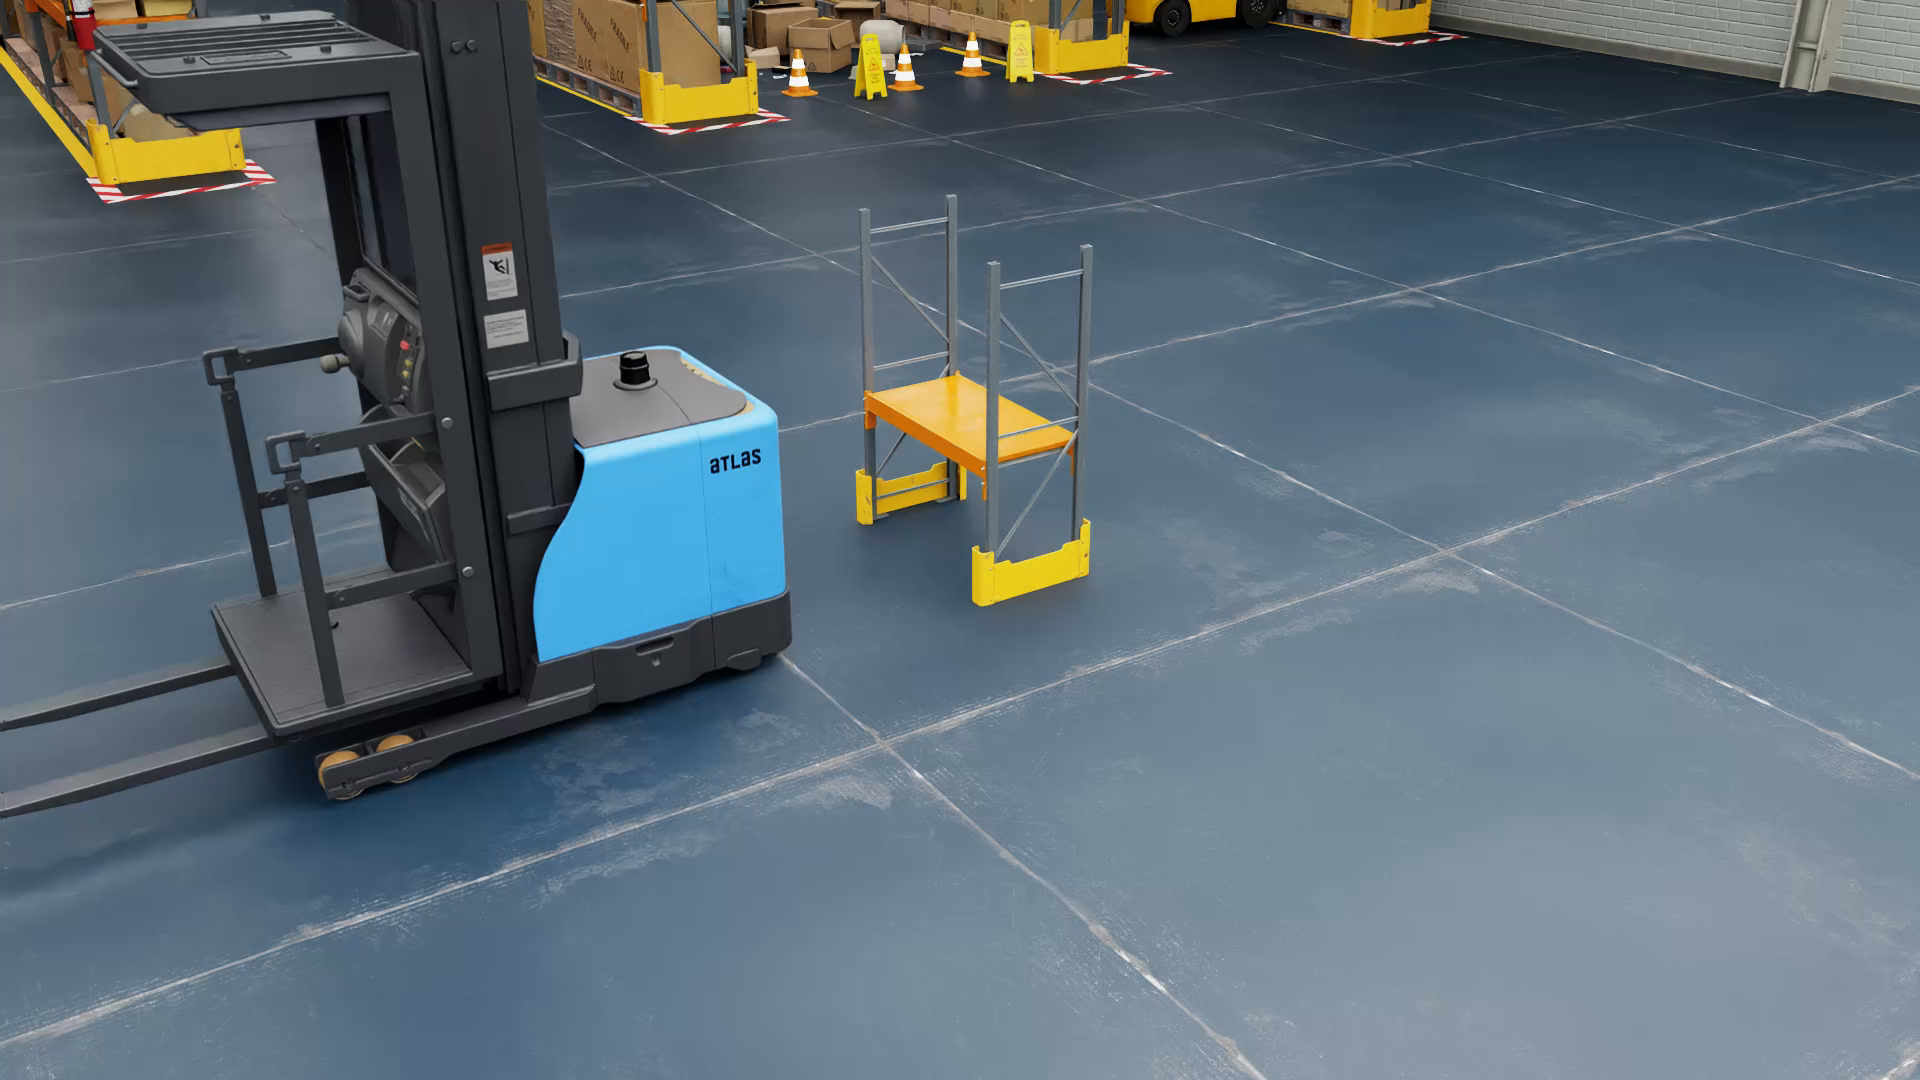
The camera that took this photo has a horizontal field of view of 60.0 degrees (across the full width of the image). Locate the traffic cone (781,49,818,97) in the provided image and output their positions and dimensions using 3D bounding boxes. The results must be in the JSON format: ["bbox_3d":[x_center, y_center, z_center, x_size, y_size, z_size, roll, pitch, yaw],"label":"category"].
[{"bbox_3d":[-1.732,-5.033,17.870,0.336,0.463,0.334,-16,29,-30],"label":"traffic cone"}]

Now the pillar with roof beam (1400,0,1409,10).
[{"bbox_3d":[2.385,-10.176,18.765,9.100,9.000,0.400,-16,29,-30],"label":"pillar with roof beam"}]

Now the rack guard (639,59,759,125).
[{"bbox_3d":[-2.619,-4.521,16.740,1.175,0.500,0.348,-16,29,-30],"label":"rack guard"}]

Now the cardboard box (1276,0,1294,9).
[{"bbox_3d":[4.567,-7.409,22.661,0.500,0.250,0.500,-15,29,-29],"label":"cardboard box"}]

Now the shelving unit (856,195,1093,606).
[{"bbox_3d":[0.042,-0.651,7.372,0.587,1.500,1.083,-16,29,-30],"label":"shelving unit"}]

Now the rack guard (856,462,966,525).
[{"bbox_3d":[-0.230,-0.264,8.016,0.587,0.250,0.087,-16,29,-30],"label":"rack guard"}]

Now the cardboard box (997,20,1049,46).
[{"bbox_3d":[0.781,-6.031,19.740,0.500,0.250,0.500,-16,29,-30],"label":"cardboard box"}]

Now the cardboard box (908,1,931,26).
[{"bbox_3d":[-0.326,-6.764,21.294,0.500,0.250,0.500,-14,29,-27],"label":"cardboard box"}]

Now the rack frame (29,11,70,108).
[{"bbox_3d":[-9.026,-5.970,16.884,1.000,3.000,0.127,-16,29,-30],"label":"rack frame"}]

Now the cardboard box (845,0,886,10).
[{"bbox_3d":[-1.011,-7.469,22.643,0.950,0.372,0.625,-15,29,-29],"label":"cardboard box"}]

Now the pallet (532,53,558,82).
[{"bbox_3d":[-4.466,-5.539,19.236,1.003,0.211,1.213,-16,29,-30],"label":"pallet"}]

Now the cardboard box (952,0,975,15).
[{"bbox_3d":[0.247,-6.729,20.340,0.500,0.500,0.500,-16,30,-31],"label":"cardboard box"}]

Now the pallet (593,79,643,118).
[{"bbox_3d":[-3.134,-4.666,17.387,1.003,0.211,1.213,-16,29,-30],"label":"pallet"}]

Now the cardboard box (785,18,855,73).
[{"bbox_3d":[-1.620,-5.759,19.359,0.637,0.503,0.797,7,26,15],"label":"cardboard box"}]

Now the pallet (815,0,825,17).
[{"bbox_3d":[-1.819,-7.734,23.885,1.003,0.211,1.213,-16,29,-30],"label":"pallet"}]

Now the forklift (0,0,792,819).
[{"bbox_3d":[-2.193,-0.674,5.743,3.031,2.935,1.130,-16,29,-30],"label":"forklift"}]

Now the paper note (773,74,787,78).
[{"bbox_3d":[-2.042,-5.258,18.854,0.144,0.017,0.142,-6,26,-12],"label":"paper note"}]

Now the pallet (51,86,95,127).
[{"bbox_3d":[-8.630,-4.478,16.987,1.003,0.211,1.213,-16,29,-30],"label":"pallet"}]

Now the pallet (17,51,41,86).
[{"bbox_3d":[-10.123,-5.424,18.993,1.003,0.211,1.213,-16,29,-30],"label":"pallet"}]

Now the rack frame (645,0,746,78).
[{"bbox_3d":[-2.632,-5.660,16.225,1.000,3.000,0.127,-16,29,-30],"label":"rack frame"}]

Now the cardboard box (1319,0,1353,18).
[{"bbox_3d":[5.096,-7.048,21.896,0.500,0.250,0.500,-15,29,-29],"label":"cardboard box"}]

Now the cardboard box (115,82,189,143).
[{"bbox_3d":[-7.169,-3.827,14.778,0.500,0.500,0.500,-10,27,-20],"label":"cardboard box"}]

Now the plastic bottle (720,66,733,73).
[{"bbox_3d":[-2.640,-5.449,19.221,0.133,0.061,0.283,18,31,33],"label":"plastic bottle"}]

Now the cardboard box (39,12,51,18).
[{"bbox_3d":[-9.894,-5.639,18.594,0.700,0.500,0.500,-18,31,-34],"label":"cardboard box"}]

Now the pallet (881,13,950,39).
[{"bbox_3d":[-0.327,-6.787,21.880,1.003,0.211,1.213,-16,29,-30],"label":"pallet"}]

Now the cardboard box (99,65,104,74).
[{"bbox_3d":[-7.850,-4.261,15.698,0.500,0.500,0.500,-13,28,-25],"label":"cardboard box"}]

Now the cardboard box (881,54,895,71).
[{"bbox_3d":[-0.947,-5.558,19.349,0.380,0.149,0.250,-1,25,-3],"label":"cardboard box"}]

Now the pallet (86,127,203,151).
[{"bbox_3d":[-7.298,-3.605,15.139,1.003,0.211,1.213,-16,29,-30],"label":"pallet"}]

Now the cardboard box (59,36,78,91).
[{"bbox_3d":[-8.841,-4.878,17.005,0.500,0.500,0.500,-17,30,-31],"label":"cardboard box"}]

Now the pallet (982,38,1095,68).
[{"bbox_3d":[1.005,-5.914,20.031,1.003,0.211,1.213,-16,29,-30],"label":"pallet"}]

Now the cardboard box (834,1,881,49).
[{"bbox_3d":[-1.278,-6.450,20.825,0.500,0.500,0.500,3,25,6],"label":"cardboard box"}]

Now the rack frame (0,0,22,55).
[{"bbox_3d":[-11.210,-7.401,19.914,1.000,3.000,0.127,-16,29,-30],"label":"rack frame"}]

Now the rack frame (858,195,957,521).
[{"bbox_3d":[-0.231,-0.830,7.750,0.500,1.500,0.032,-16,29,-30],"label":"rack frame"}]

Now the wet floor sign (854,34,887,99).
[{"bbox_3d":[-0.957,-5.046,17.683,0.267,0.644,0.232,-22,33,-38],"label":"wet floor sign"}]

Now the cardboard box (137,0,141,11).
[{"bbox_3d":[-6.919,-4.678,14.439,0.380,0.149,0.250,-16,29,-30],"label":"cardboard box"}]

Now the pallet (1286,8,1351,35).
[{"bbox_3d":[5.165,-7.010,22.352,1.003,0.211,1.213,-16,29,-30],"label":"pallet"}]

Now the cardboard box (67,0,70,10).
[{"bbox_3d":[-7.487,-4.647,14.374,0.380,0.149,0.250,-16,29,-30],"label":"cardboard box"}]

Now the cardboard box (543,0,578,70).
[{"bbox_3d":[-4.035,-5.757,18.427,0.875,0.875,0.875,-15,29,-29],"label":"cardboard box"}]

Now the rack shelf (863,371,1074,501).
[{"bbox_3d":[0.047,-0.485,7.442,0.538,0.185,1.000,-16,29,-30],"label":"rack shelf"}]

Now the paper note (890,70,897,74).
[{"bbox_3d":[-0.723,-5.381,19.112,0.142,0.019,0.148,18,31,33],"label":"paper note"}]

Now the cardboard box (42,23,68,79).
[{"bbox_3d":[-9.343,-5.264,17.799,0.700,0.500,0.500,-18,31,-33],"label":"cardboard box"}]

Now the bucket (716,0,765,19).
[{"bbox_3d":[-2.809,-6.786,20.665,0.726,0.611,0.620,-6,16,-12],"label":"bucket"}]

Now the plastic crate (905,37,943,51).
[{"bbox_3d":[-0.553,-6.207,20.805,0.583,0.080,0.402,18,31,33],"label":"plastic crate"}]

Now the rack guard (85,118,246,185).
[{"bbox_3d":[-6.884,-3.437,14.444,1.175,0.500,0.348,-16,29,-30],"label":"rack guard"}]

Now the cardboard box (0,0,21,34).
[{"bbox_3d":[-11.569,-6.882,20.811,1.225,0.875,0.875,-17,30,-32],"label":"cardboard box"}]

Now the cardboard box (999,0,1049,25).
[{"bbox_3d":[0.805,-6.361,19.561,0.500,0.500,0.500,-15,29,-29],"label":"cardboard box"}]

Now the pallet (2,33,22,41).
[{"bbox_3d":[-11.577,-6.440,21.144,1.003,0.211,1.213,-16,29,-30],"label":"pallet"}]

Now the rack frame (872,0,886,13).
[{"bbox_3d":[-0.723,-8.280,21.776,1.000,3.000,0.127,-16,29,-30],"label":"rack frame"}]

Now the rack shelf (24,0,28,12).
[{"bbox_3d":[-10.118,-6.361,18.553,1.077,0.370,4.000,-16,29,-30],"label":"rack shelf"}]

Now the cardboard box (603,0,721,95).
[{"bbox_3d":[-3.057,-5.116,17.070,0.875,0.875,0.875,-15,29,-29],"label":"cardboard box"}]

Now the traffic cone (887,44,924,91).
[{"bbox_3d":[-0.599,-5.175,18.170,0.336,0.463,0.334,-16,29,-30],"label":"traffic cone"}]

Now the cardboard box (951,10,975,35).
[{"bbox_3d":[0.227,-6.395,20.512,0.500,0.250,0.500,-17,30,-31],"label":"cardboard box"}]

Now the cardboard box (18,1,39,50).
[{"bbox_3d":[-10.514,-6.039,19.442,0.700,0.500,0.500,-18,31,-34],"label":"cardboard box"}]

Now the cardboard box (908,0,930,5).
[{"bbox_3d":[-0.325,-7.103,21.133,0.500,0.500,0.500,-14,29,-28],"label":"cardboard box"}]

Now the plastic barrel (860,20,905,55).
[{"bbox_3d":[-0.936,-6.070,20.113,0.512,0.421,0.421,3,25,6],"label":"plastic barrel"}]
